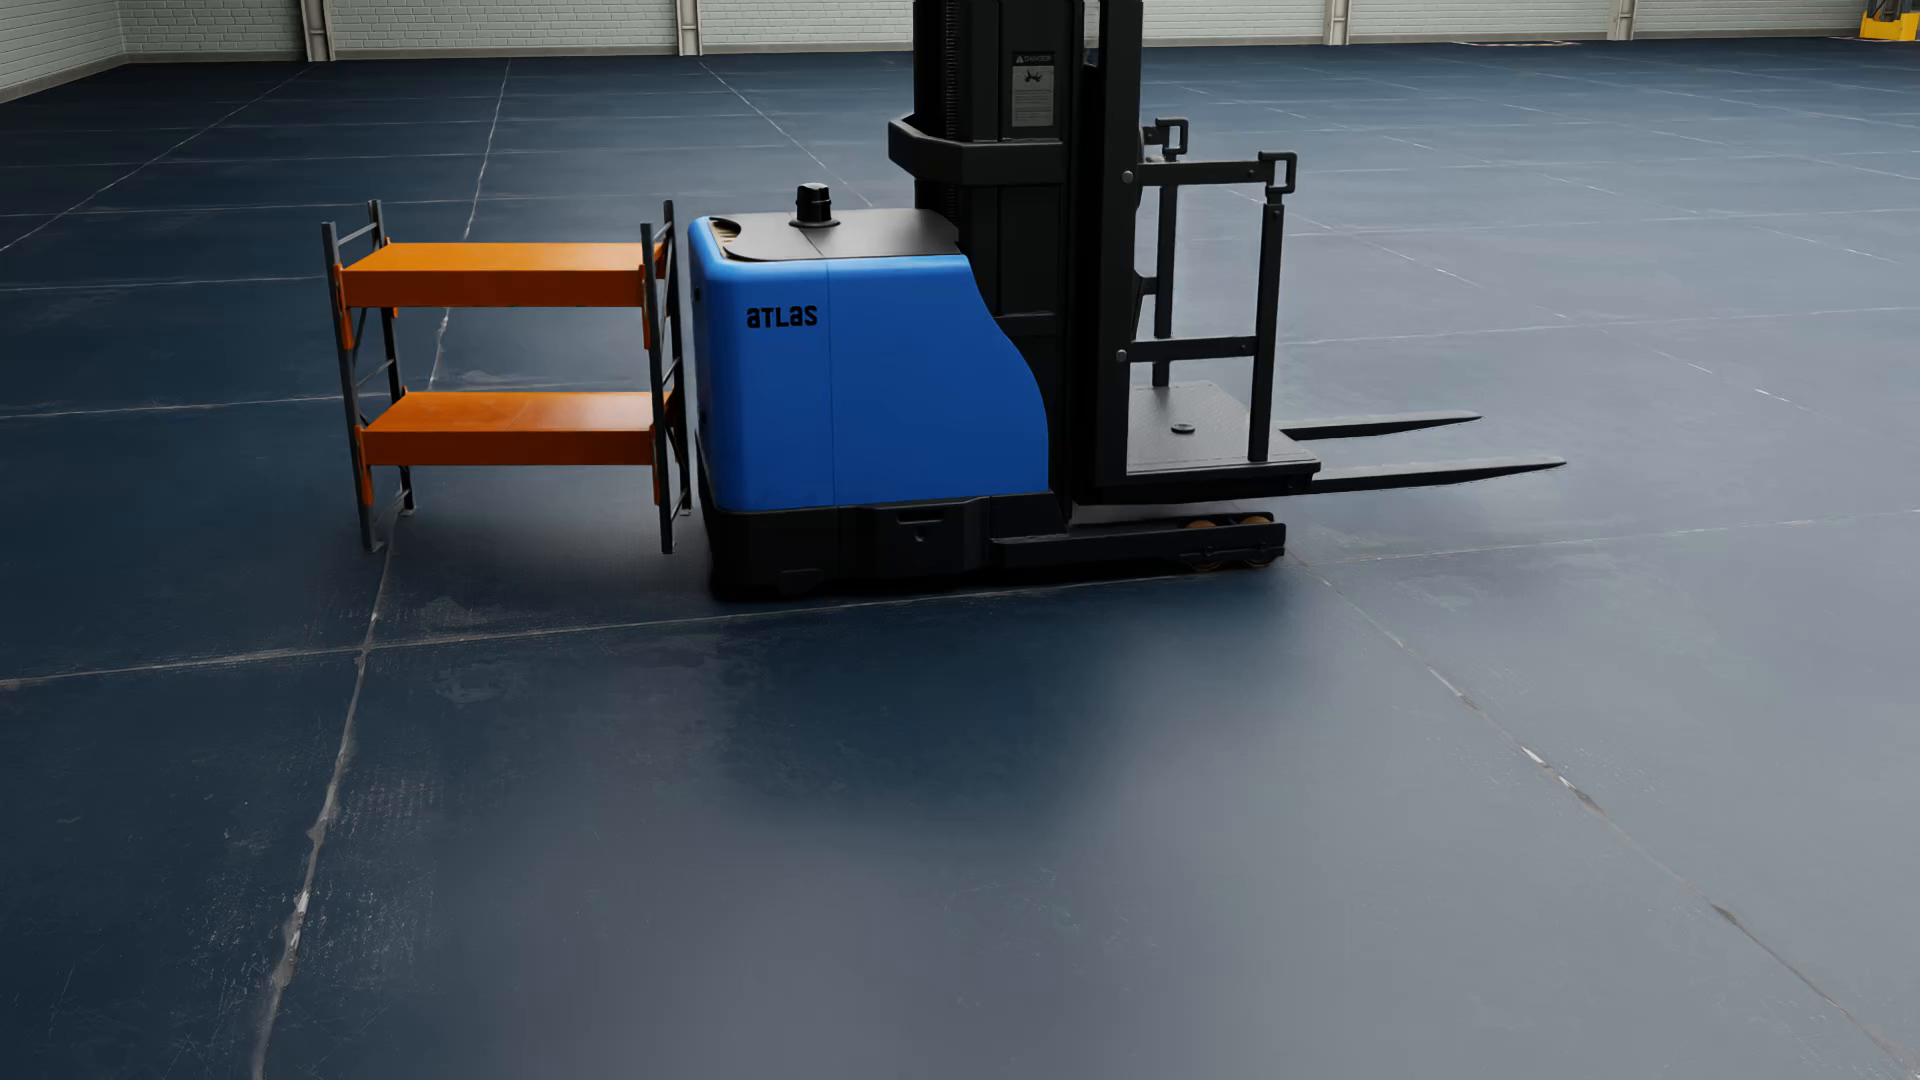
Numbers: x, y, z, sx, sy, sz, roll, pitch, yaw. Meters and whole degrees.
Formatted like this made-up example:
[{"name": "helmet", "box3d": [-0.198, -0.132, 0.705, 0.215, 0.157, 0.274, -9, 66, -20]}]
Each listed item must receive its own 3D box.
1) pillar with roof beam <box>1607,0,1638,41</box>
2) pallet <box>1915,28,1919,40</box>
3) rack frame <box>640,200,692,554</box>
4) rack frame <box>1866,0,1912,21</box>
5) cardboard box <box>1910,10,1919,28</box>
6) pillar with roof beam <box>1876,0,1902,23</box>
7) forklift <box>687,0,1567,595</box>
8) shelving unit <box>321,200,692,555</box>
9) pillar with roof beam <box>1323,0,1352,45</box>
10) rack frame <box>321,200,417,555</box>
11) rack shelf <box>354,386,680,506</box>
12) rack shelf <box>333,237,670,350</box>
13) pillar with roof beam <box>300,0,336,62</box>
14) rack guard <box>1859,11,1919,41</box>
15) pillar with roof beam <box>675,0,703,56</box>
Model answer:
[{"name": "pillar with roof beam", "box3d": [13.870, -12.555, 27.006, 0.400, 9.000, 9.100, -5, 21, -12]}, {"name": "pallet", "box3d": [19.109, -10.058, 32.965, 1.213, 0.211, 1.003, -5, 21, -12]}, {"name": "rack frame", "box3d": [-1.005, -0.567, 5.726, 0.032, 1.125, 0.500, 0, 20, 0]}, {"name": "rack frame", "box3d": [18.236, -11.309, 32.326, 0.127, 3.000, 1.000, -5, 21, -12]}, {"name": "cardboard box", "box3d": [18.930, -10.278, 32.780, 0.500, 0.311, 0.500, -7, 21, -19]}, {"name": "pillar with roof beam", "box3d": [19.709, -13.030, 28.302, 0.400, 9.000, 9.100, -5, 21, -12]}, {"name": "forklift", "box3d": [0.616, -1.445, 5.499, 3.031, 2.935, 1.130, -4, 21, -12]}, {"name": "shelving unit", "box3d": [-1.513, -0.566, 5.723, 1.048, 1.125, 0.538, 0, 20, 0]}, {"name": "pillar with roof beam", "box3d": [8.031, -12.080, 25.709, 0.400, 9.000, 9.100, -5, 21, -12]}, {"name": "rack frame", "box3d": [-2.022, -0.564, 5.720, 0.032, 1.125, 0.500, 0, 20, 0]}, {"name": "rack shelf", "box3d": [-1.513, -0.336, 5.807, 1.000, 0.278, 0.538, 0, 20, 0]}, {"name": "rack shelf", "box3d": [-1.513, -0.840, 5.622, 1.000, 0.278, 0.538, 0, 20, 0]}, {"name": "pillar with roof beam", "box3d": [-9.486, -10.655, 21.820, 0.400, 9.000, 9.100, -5, 21, -12]}, {"name": "rack guard", "box3d": [18.310, -10.141, 32.772, 0.348, 0.500, 1.175, -5, 21, -12]}, {"name": "pillar with roof beam", "box3d": [-3.647, -11.130, 23.116, 0.400, 9.000, 9.100, -5, 21, -12]}]
